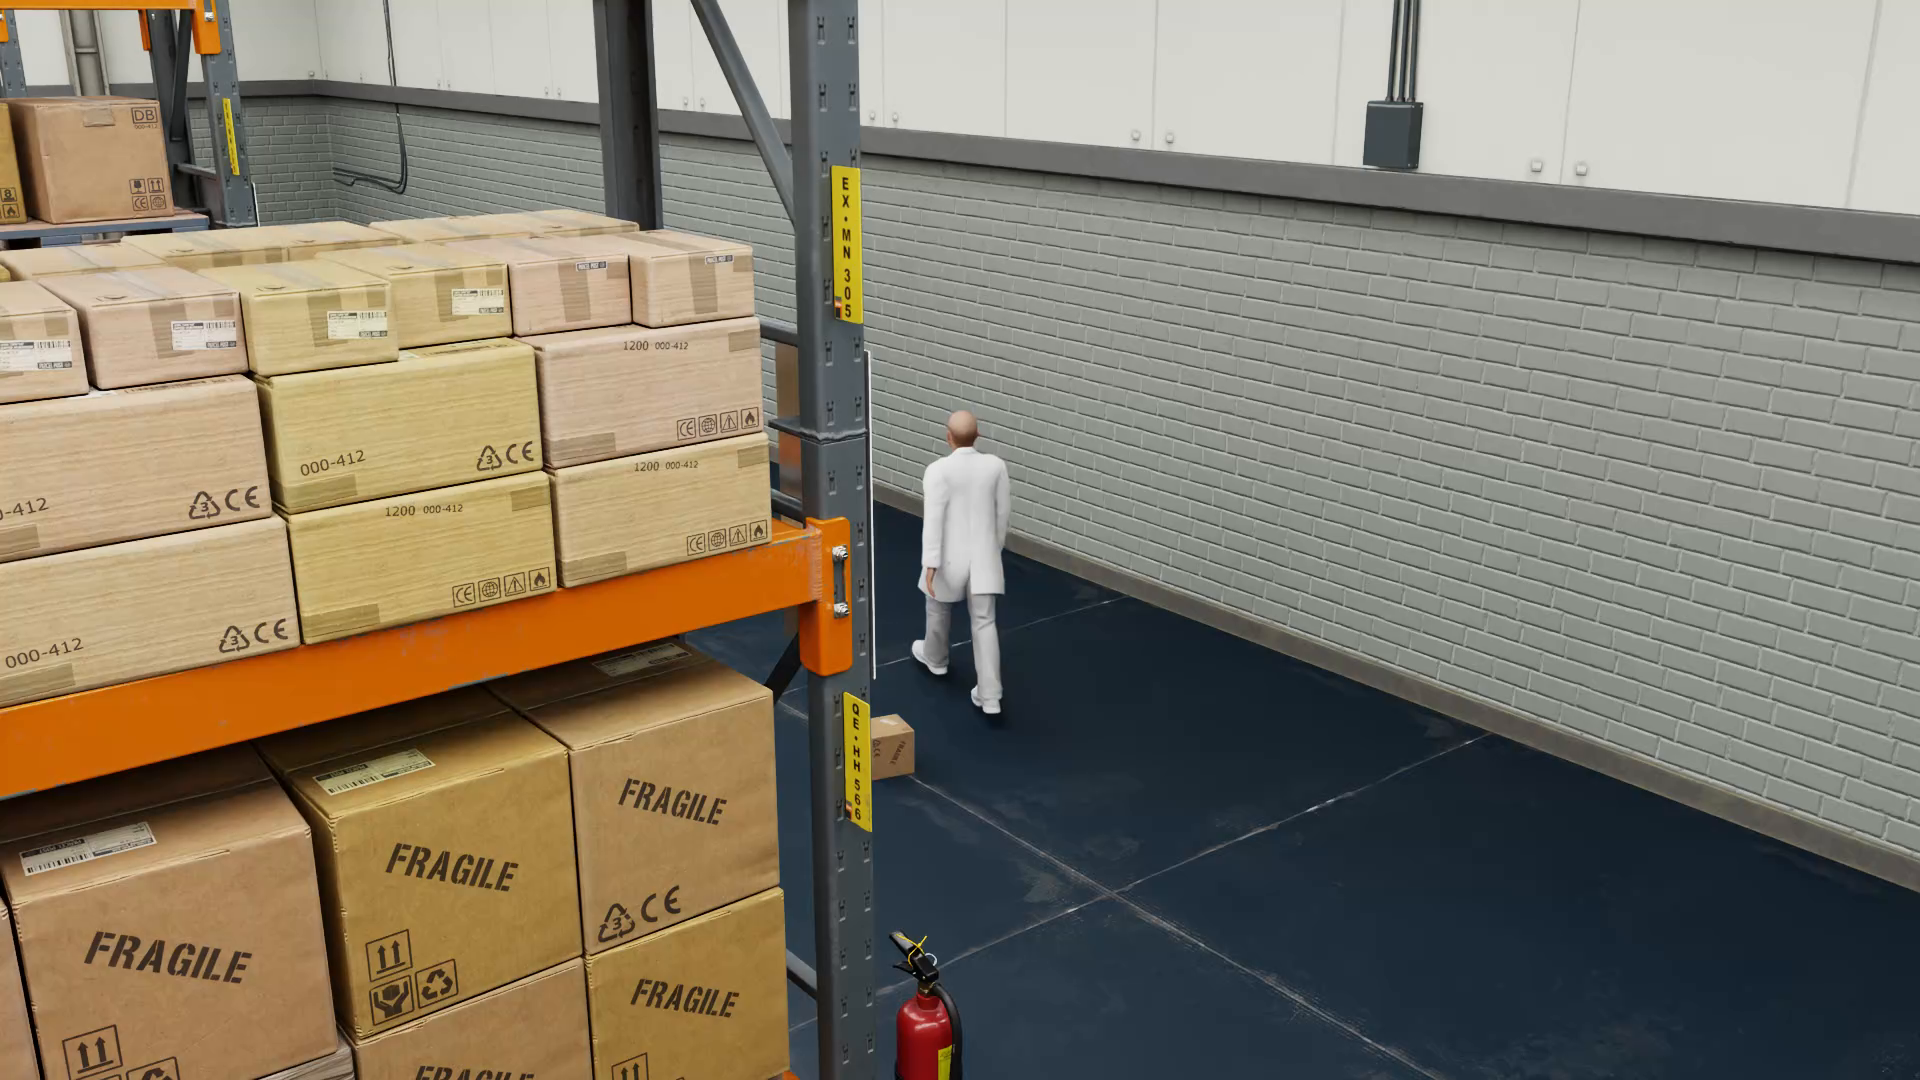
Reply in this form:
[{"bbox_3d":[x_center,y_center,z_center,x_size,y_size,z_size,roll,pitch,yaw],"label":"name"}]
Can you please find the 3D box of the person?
[{"bbox_3d":[0.018,0.074,9.833,0.597,1.711,1.151,-5,18,-15],"label":"person"}]
